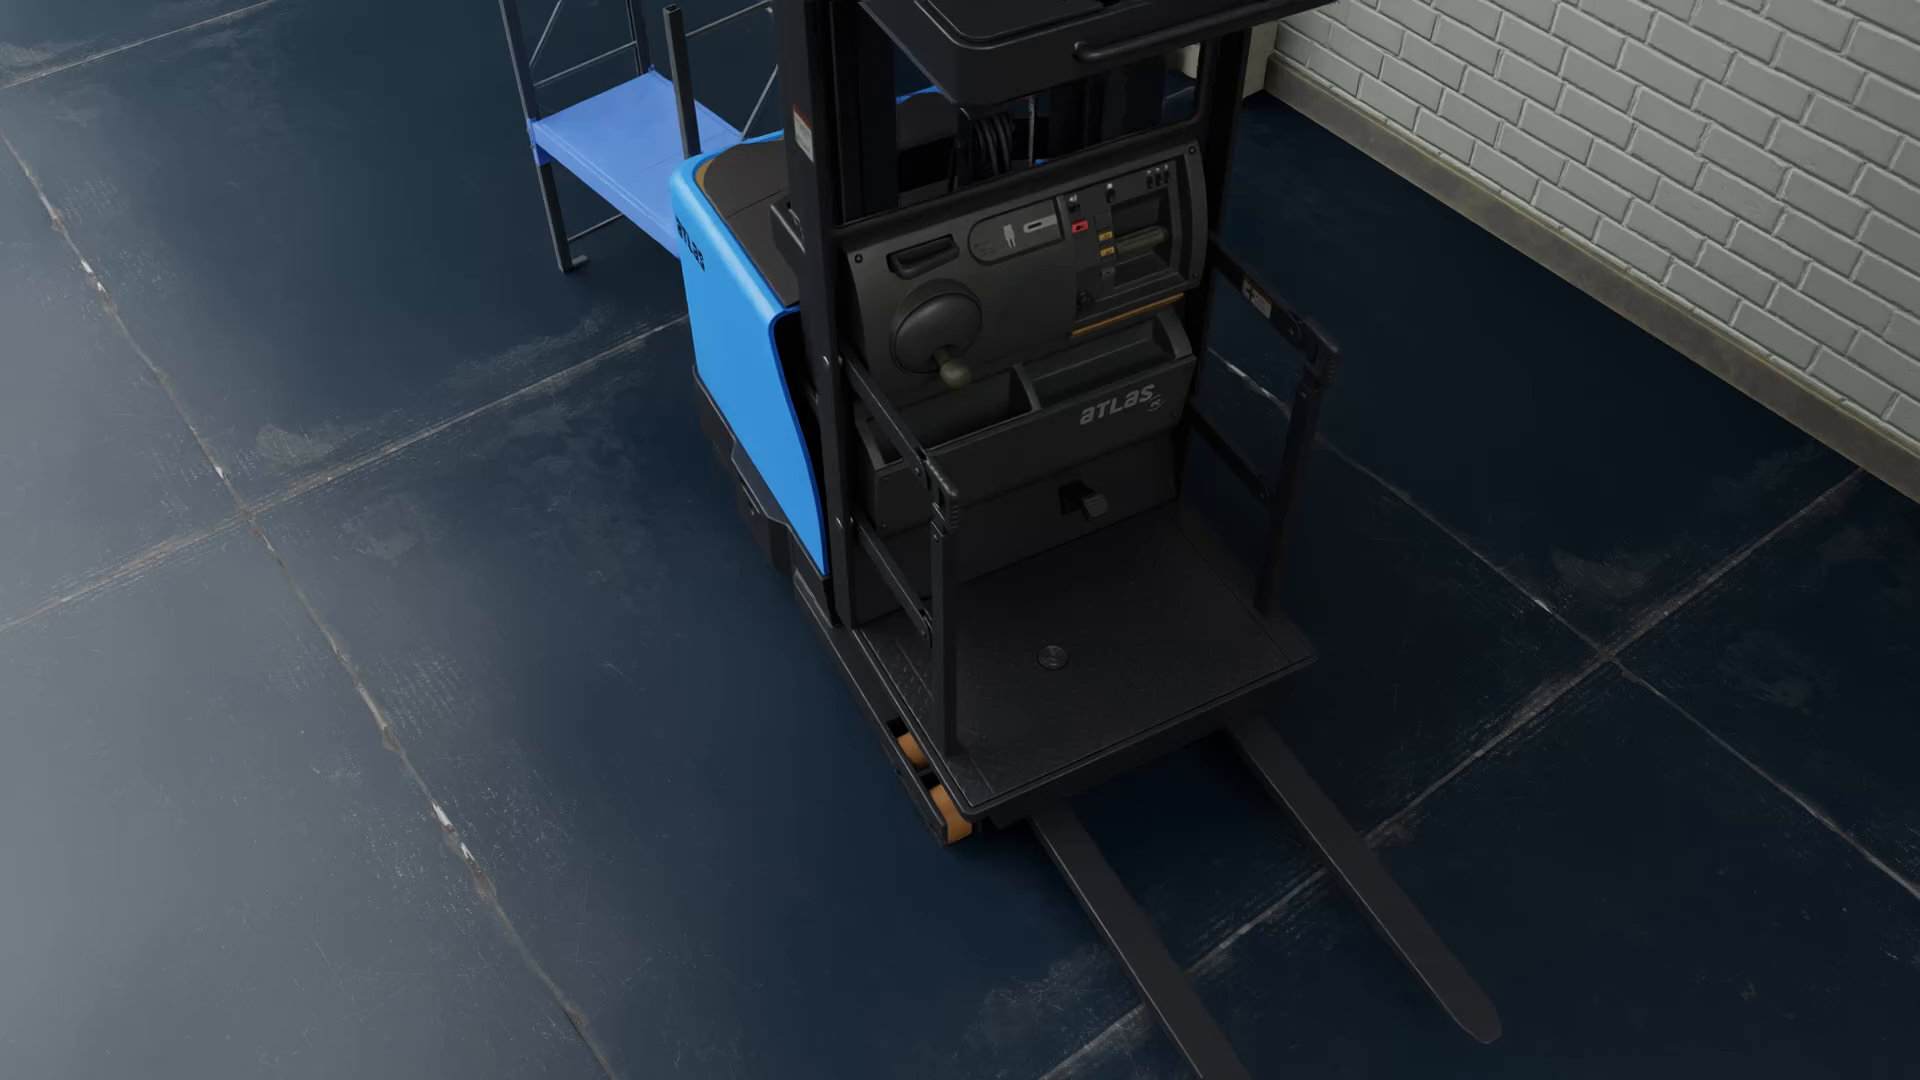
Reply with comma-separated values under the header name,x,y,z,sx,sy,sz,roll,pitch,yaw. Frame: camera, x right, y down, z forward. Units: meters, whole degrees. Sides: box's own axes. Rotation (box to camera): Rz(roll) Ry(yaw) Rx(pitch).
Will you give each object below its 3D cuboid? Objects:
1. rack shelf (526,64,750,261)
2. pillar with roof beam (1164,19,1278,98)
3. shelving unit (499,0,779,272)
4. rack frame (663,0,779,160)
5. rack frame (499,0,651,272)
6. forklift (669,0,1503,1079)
name,x,y,z,sx,sy,sz,roll,pitch,yaw
rack shelf,-0.952,-1.221,5.588,0.538,0.185,1.000,-33,56,-26
pillar with roof beam,-2.372,-3.046,1.937,9.100,9.000,0.400,-29,54,-24
shelving unit,-0.952,-1.342,5.455,0.538,1.500,1.048,-33,56,-26
rack frame,-0.616,-1.060,5.199,0.500,1.500,0.032,-33,56,-26
rack frame,-1.289,-1.624,5.710,0.500,1.500,0.032,-33,56,-26
forklift,0.276,-0.553,3.773,1.130,2.935,3.031,-21,51,-18
